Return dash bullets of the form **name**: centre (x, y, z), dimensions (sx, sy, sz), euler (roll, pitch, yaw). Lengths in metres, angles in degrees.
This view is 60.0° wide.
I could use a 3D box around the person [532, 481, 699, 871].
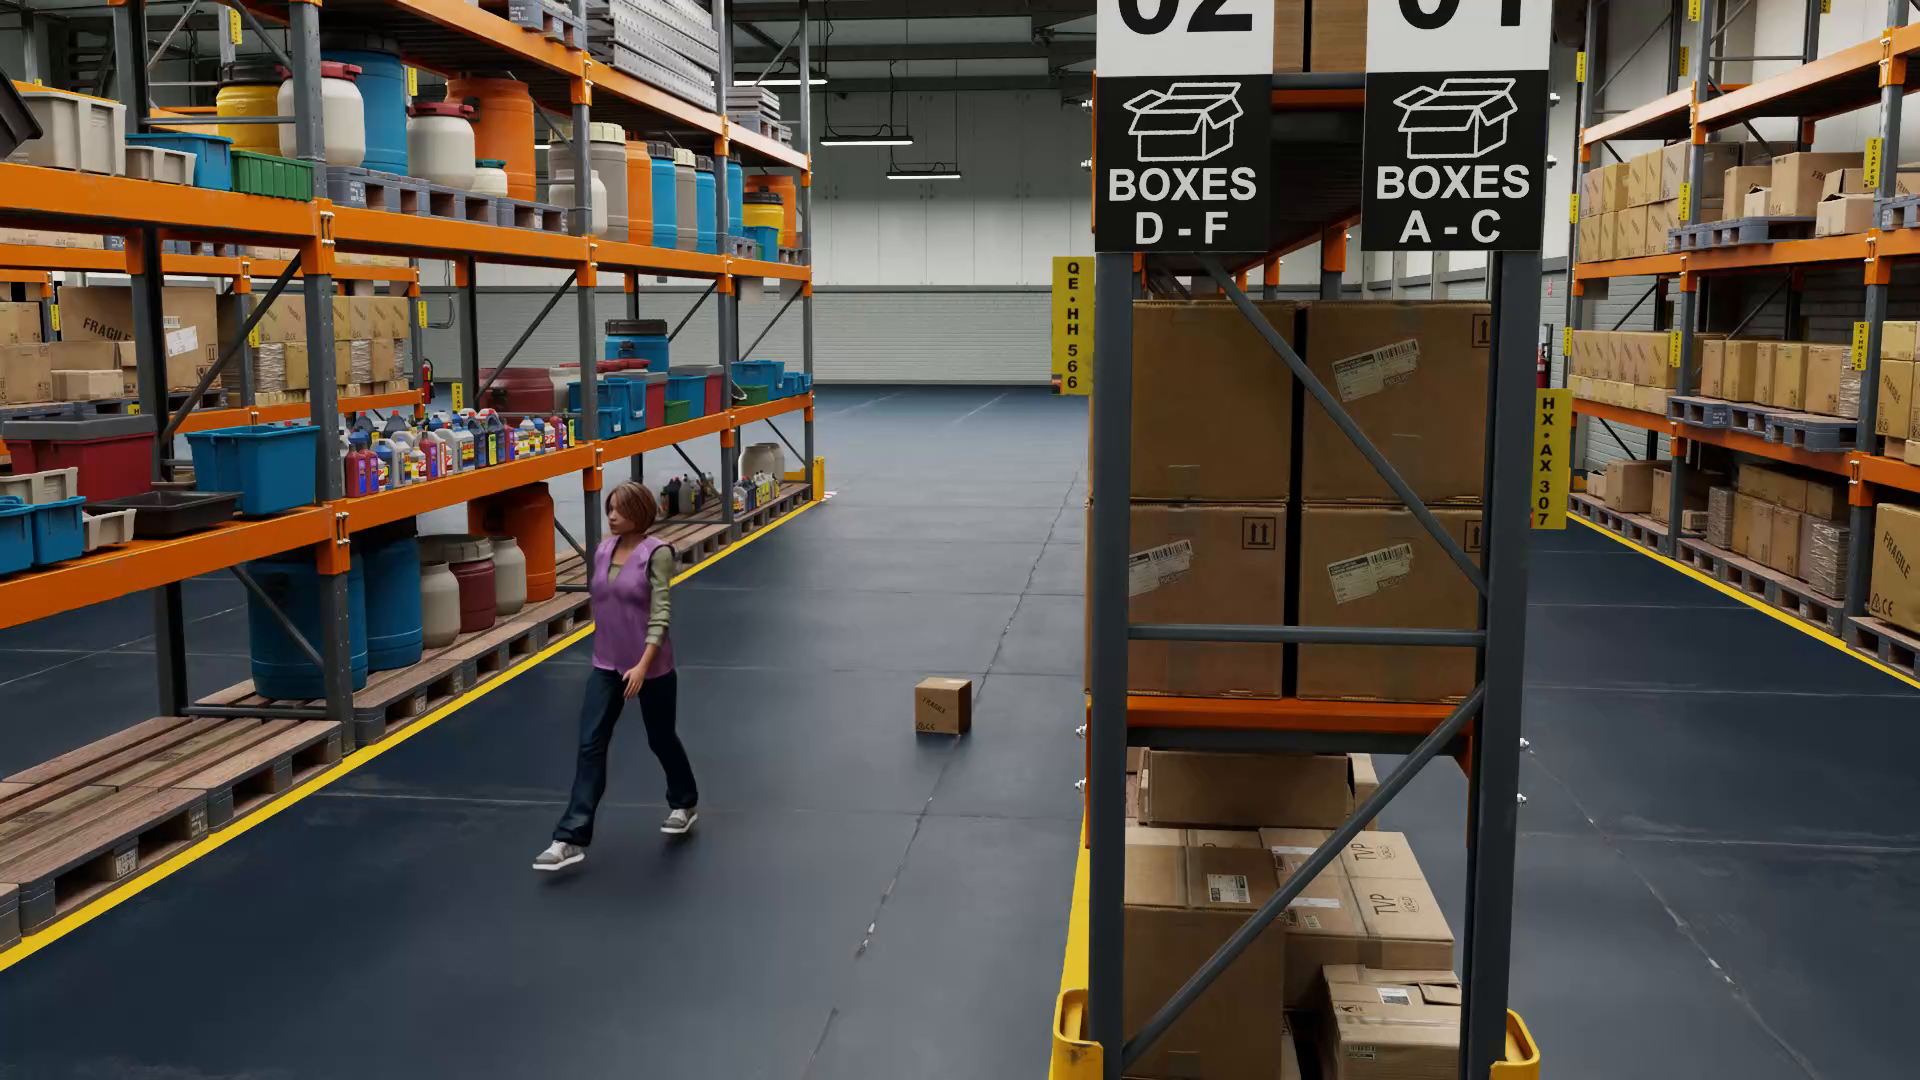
- **person**: centre (-1.388, 0.535, 6.858), dimensions (0.426, 1.543, 0.937), euler (3, 8, 22)
